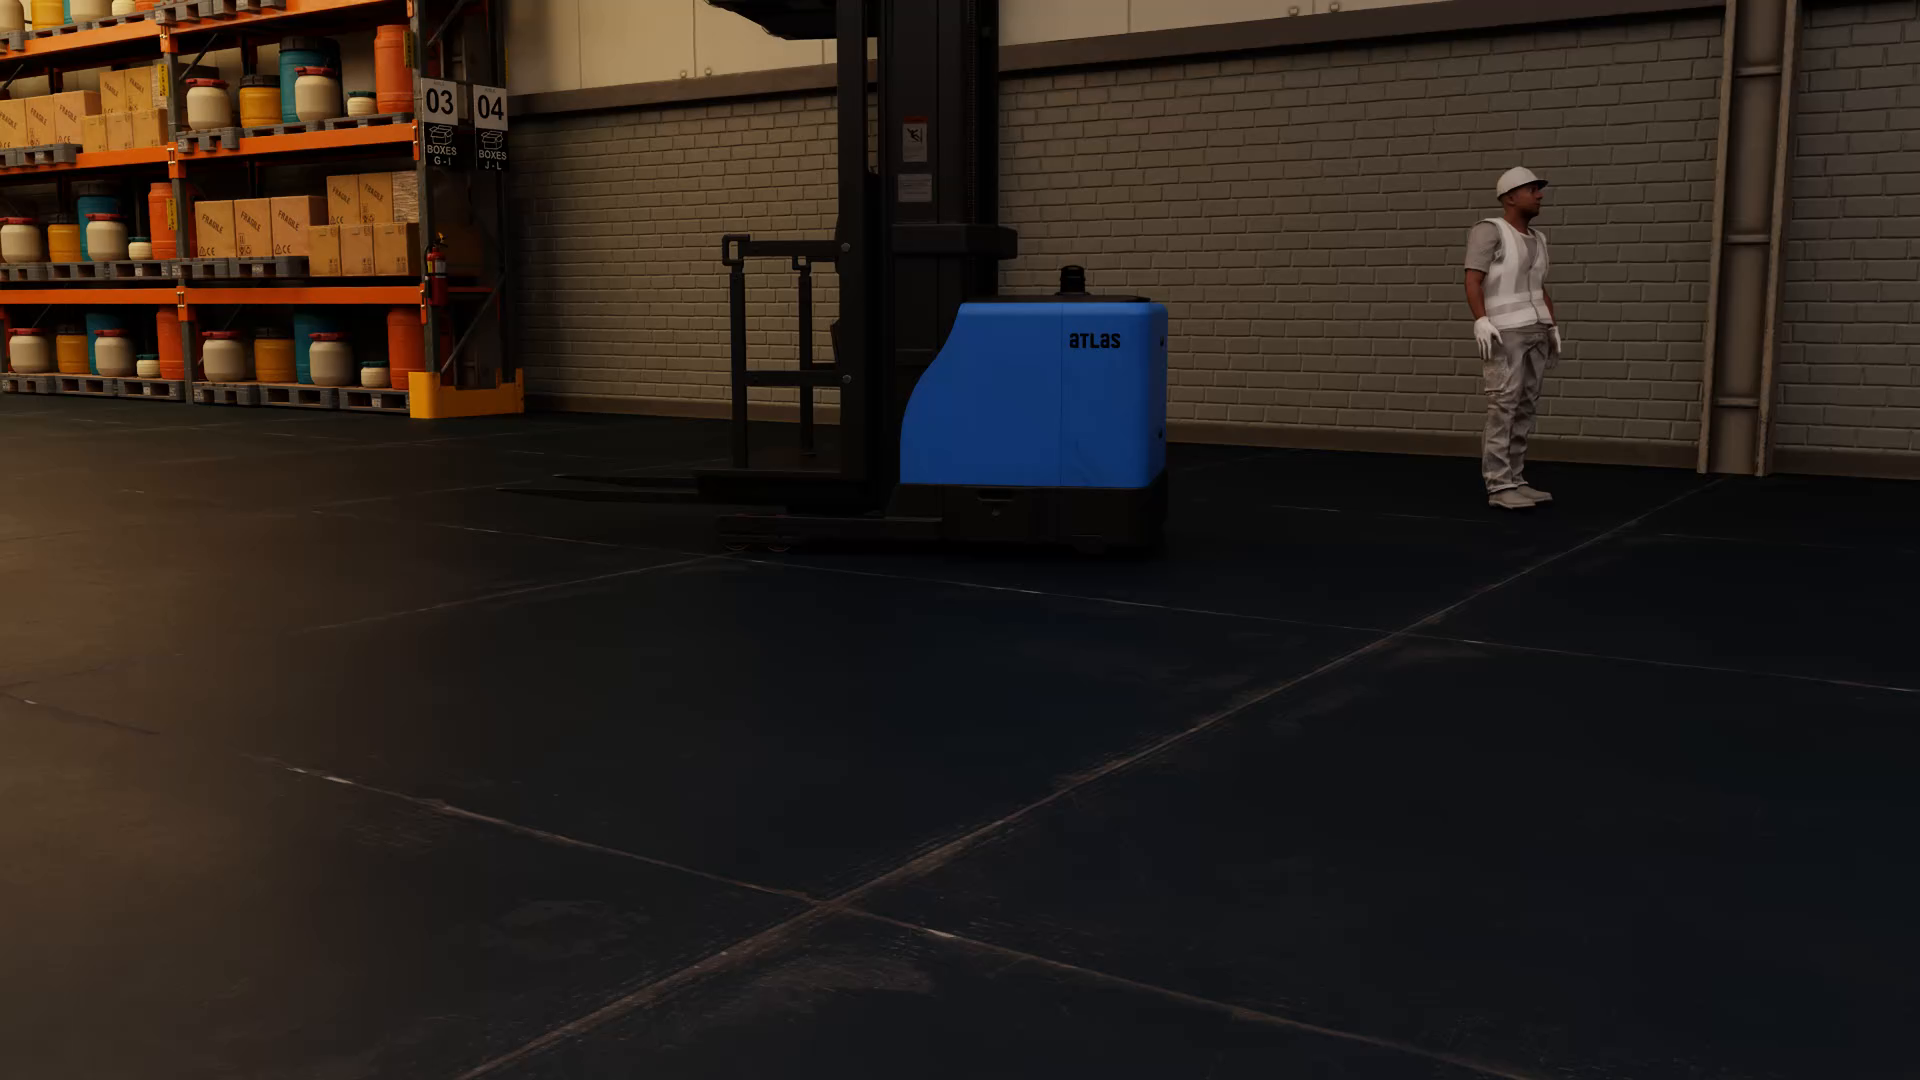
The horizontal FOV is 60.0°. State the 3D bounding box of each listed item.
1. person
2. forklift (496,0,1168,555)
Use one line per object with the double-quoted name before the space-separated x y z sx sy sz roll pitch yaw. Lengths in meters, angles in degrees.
"person" 3.001 -1.081 8.822 0.656 1.781 0.579 -6 10 -35
"forklift" -0.596 -1.469 7.520 3.031 2.935 1.130 2 8 12
